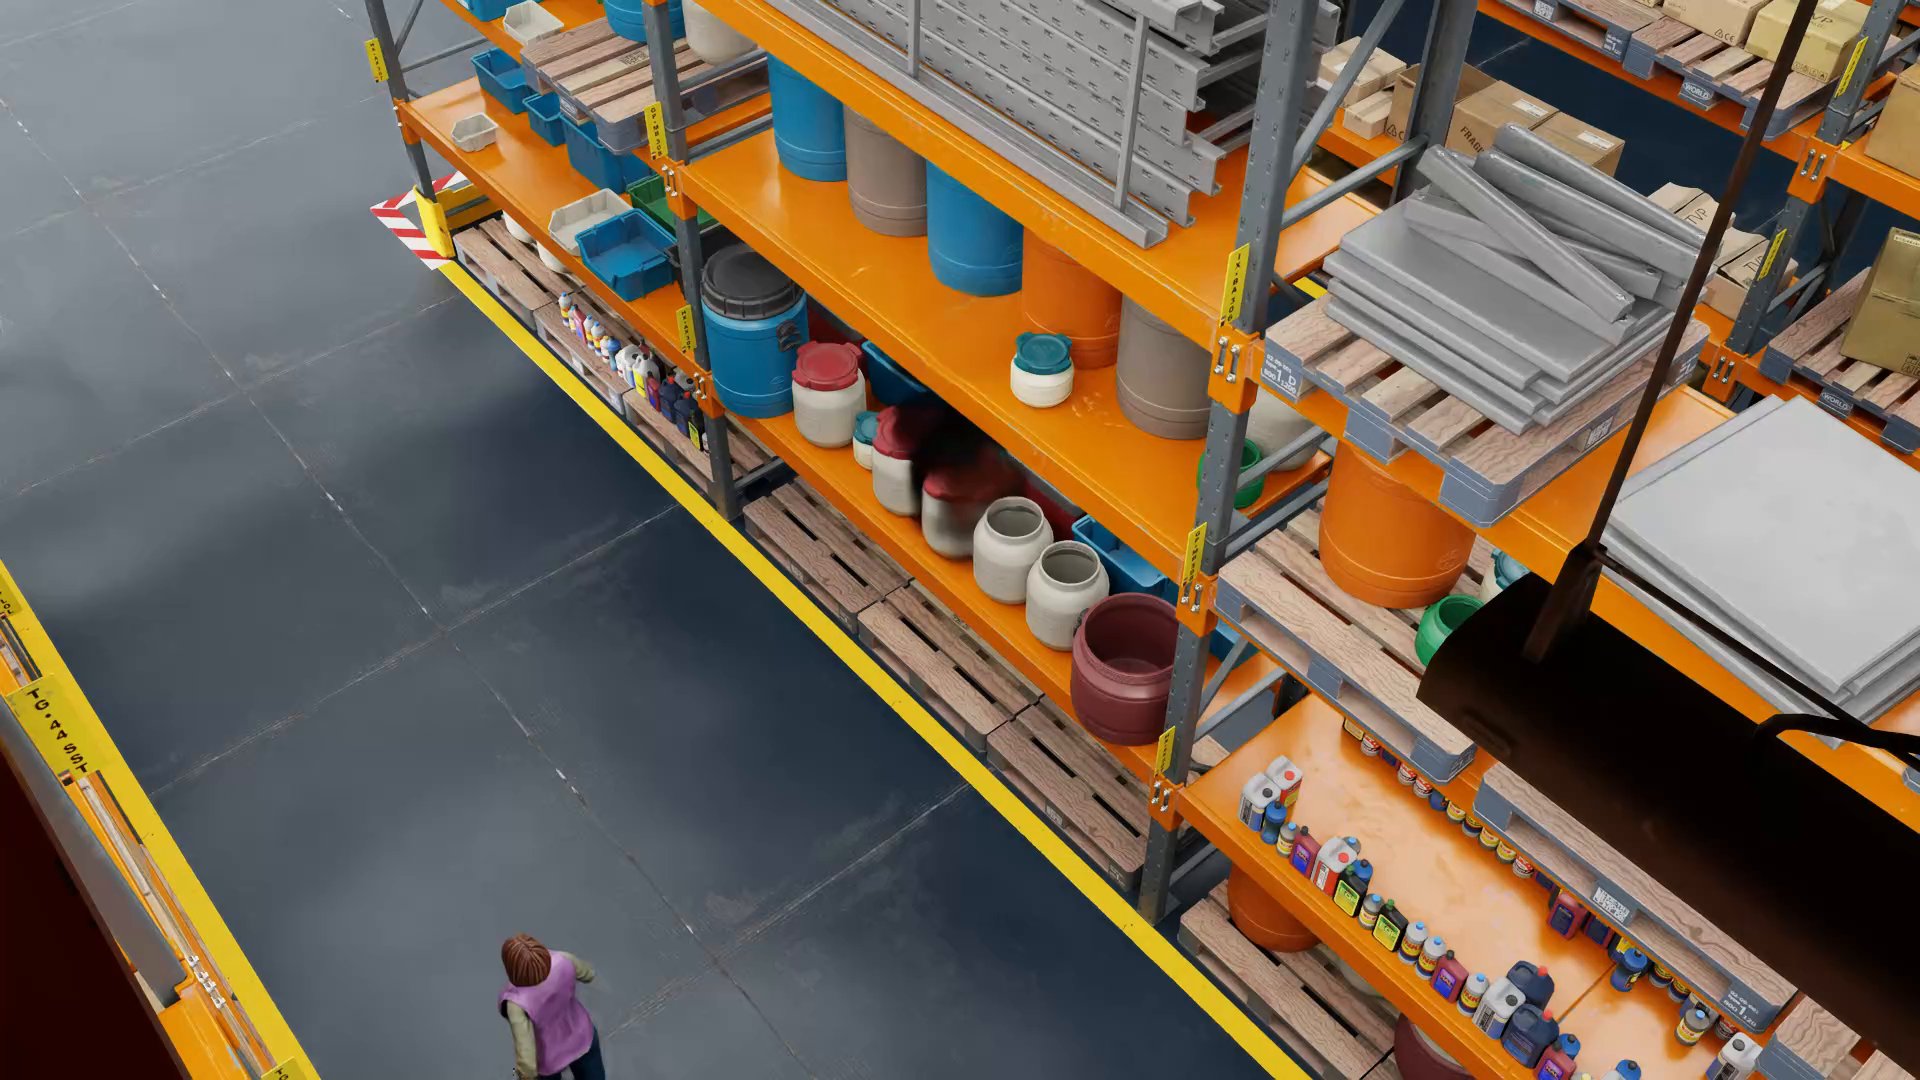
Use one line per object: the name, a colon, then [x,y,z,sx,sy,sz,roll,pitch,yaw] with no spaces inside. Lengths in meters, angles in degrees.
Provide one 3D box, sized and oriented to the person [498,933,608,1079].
person: [-1.760,2.232,7.347,0.528,1.651,0.711,-34,55,-28]
